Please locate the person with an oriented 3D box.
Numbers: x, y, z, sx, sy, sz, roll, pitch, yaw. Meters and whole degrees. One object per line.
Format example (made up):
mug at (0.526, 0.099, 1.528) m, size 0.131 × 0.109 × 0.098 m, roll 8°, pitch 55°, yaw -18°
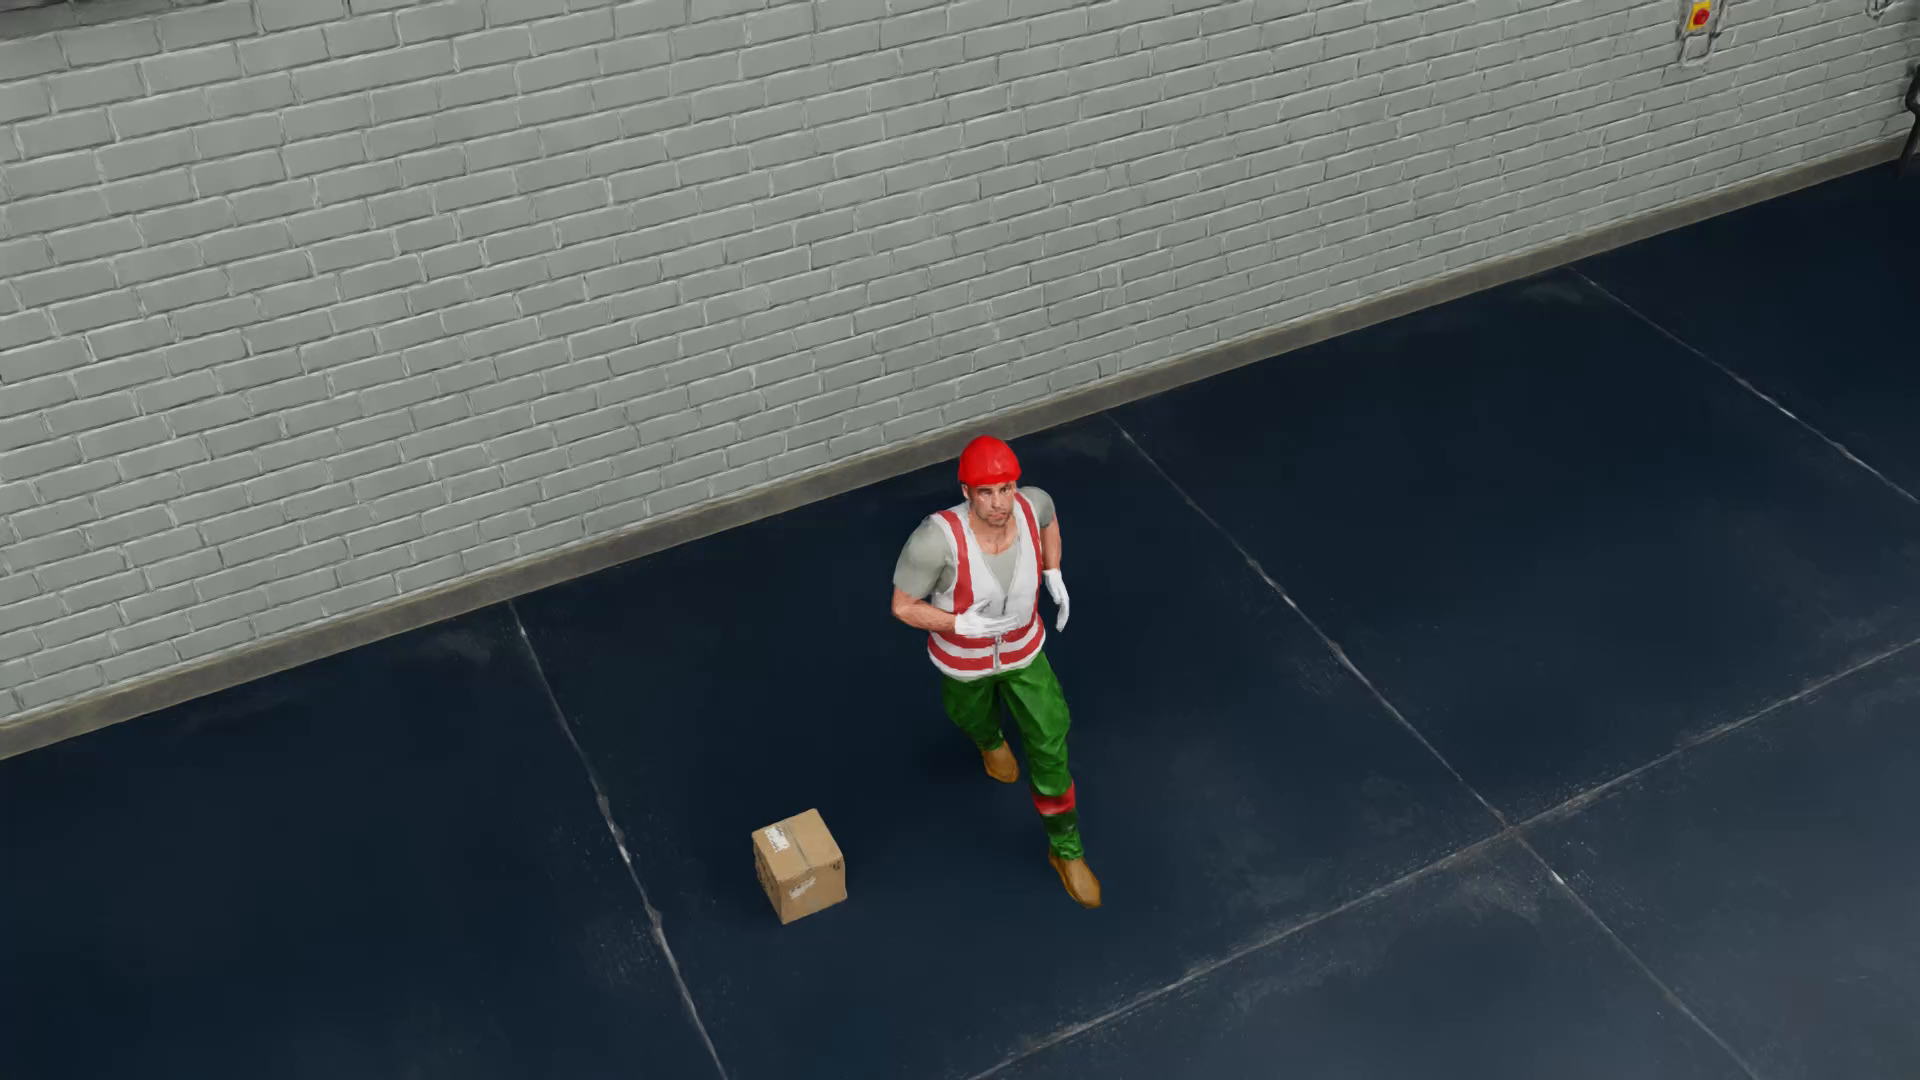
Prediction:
person at (0.113, 0.440, 5.703) m, size 0.667 × 1.729 × 0.924 m, roll -10°, pitch 42°, yaw -11°
